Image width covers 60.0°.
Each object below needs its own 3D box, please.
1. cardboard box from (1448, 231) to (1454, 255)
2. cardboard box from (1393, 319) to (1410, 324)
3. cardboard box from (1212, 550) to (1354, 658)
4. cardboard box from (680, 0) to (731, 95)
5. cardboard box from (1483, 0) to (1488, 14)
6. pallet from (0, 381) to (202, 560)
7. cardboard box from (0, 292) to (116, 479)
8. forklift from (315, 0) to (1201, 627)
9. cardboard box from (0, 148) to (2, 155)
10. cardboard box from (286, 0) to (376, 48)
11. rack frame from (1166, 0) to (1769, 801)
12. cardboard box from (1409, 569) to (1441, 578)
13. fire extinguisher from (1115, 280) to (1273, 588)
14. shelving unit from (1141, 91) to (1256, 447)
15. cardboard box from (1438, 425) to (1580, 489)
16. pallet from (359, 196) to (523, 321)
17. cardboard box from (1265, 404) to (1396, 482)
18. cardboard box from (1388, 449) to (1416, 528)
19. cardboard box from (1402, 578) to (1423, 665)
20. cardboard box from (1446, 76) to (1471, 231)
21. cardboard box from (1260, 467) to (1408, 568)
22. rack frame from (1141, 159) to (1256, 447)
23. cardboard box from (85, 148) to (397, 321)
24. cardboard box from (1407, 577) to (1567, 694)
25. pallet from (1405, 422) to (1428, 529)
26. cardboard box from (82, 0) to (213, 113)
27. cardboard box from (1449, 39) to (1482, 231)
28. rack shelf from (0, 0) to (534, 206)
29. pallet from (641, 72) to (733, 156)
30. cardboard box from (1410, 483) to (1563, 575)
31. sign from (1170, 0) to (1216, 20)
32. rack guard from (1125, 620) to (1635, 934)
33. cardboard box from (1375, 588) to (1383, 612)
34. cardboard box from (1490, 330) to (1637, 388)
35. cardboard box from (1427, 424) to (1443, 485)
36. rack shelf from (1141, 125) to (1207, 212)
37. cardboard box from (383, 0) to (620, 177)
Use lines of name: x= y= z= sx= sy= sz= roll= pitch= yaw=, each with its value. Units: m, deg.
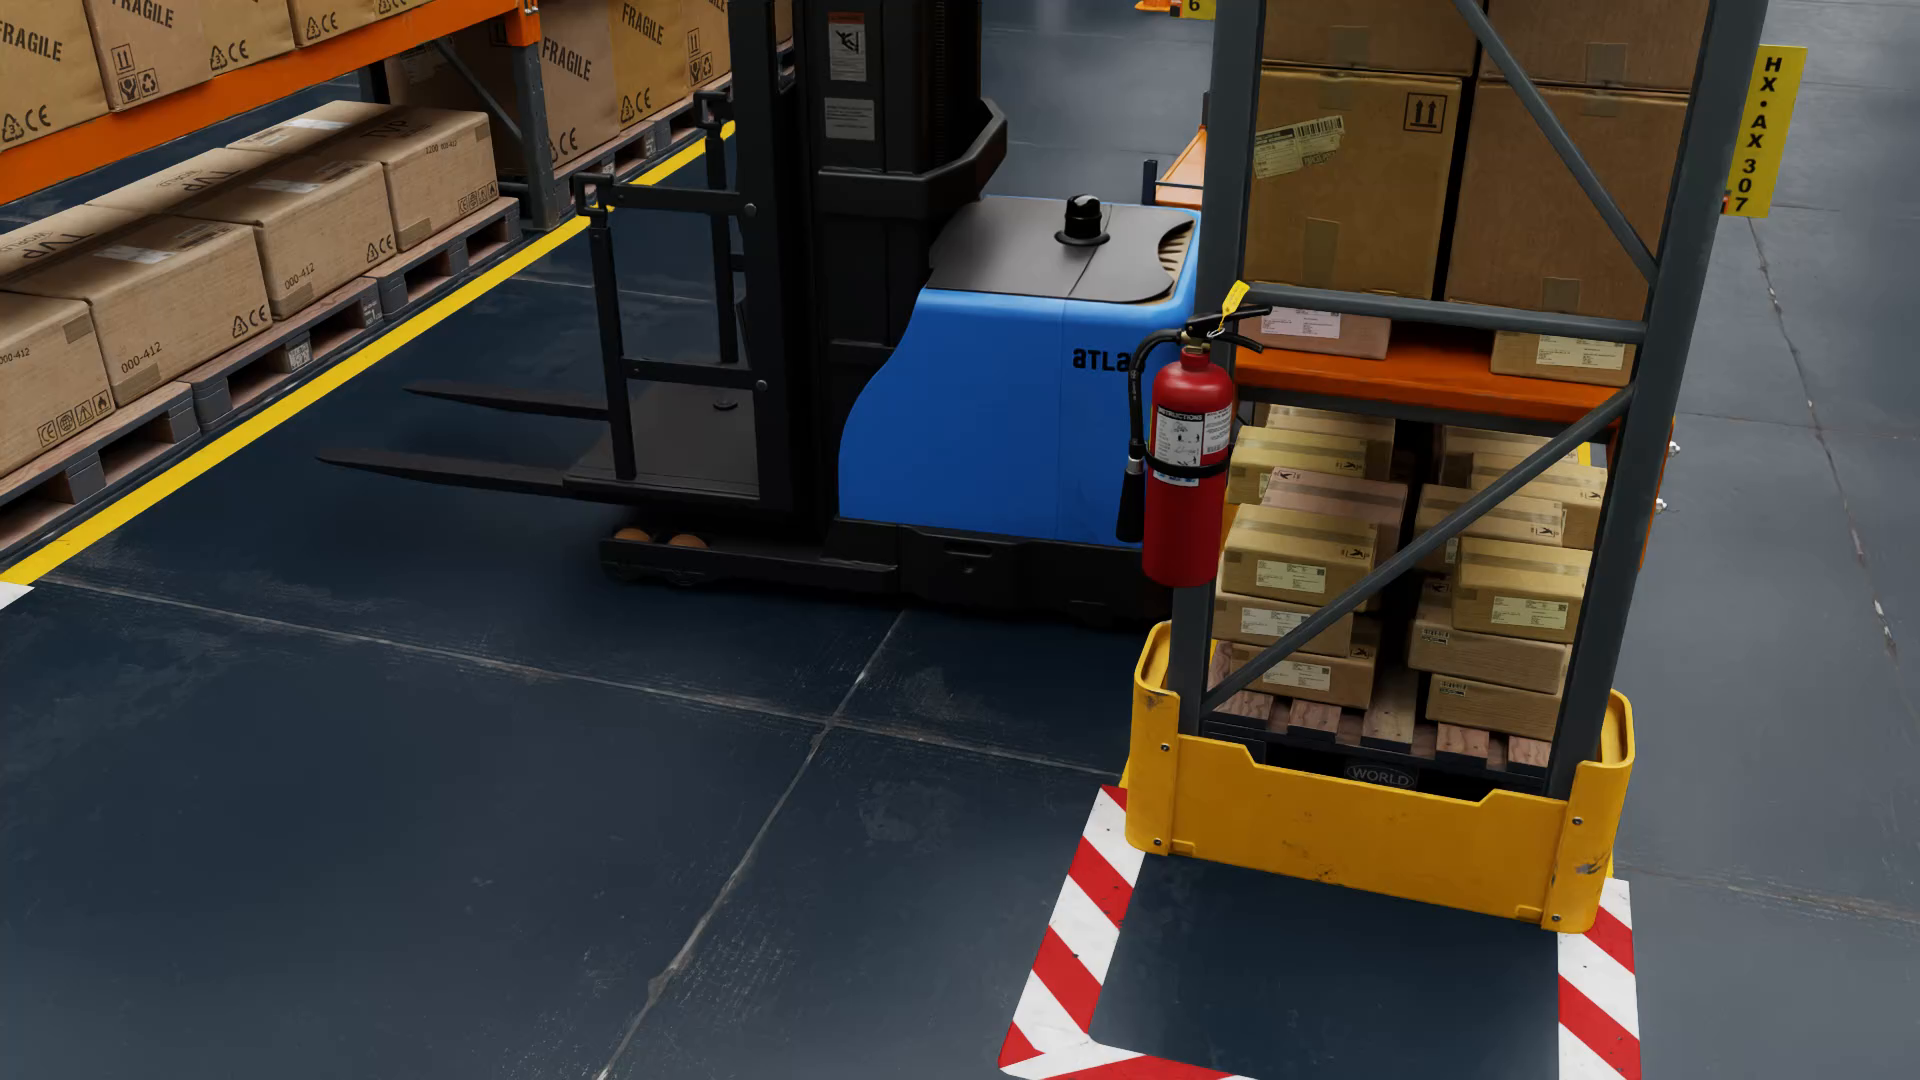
cardboard box: x=1.522 y=-0.851 z=4.452 sx=0.380 sy=0.149 sz=0.250 roll=10 pitch=31 yaw=17
cardboard box: x=0.937 y=-0.667 z=4.122 sx=0.380 sy=0.149 sz=0.250 roll=8 pitch=30 yaw=15
cardboard box: x=0.885 y=0.171 z=4.551 sx=0.380 sy=0.149 sz=0.250 roll=8 pitch=30 yaw=14
cardboard box: x=-1.959 y=-3.384 z=10.502 sx=0.875 sy=0.875 sz=0.875 roll=9 pitch=30 yaw=15
cardboard box: x=1.530 y=-1.492 z=3.909 sx=0.500 sy=0.500 sz=0.500 roll=9 pitch=30 yaw=16
pallet: x=-3.599 y=-0.299 z=6.070 sx=1.003 sy=0.211 sz=1.213 roll=8 pitch=30 yaw=15
cardboard box: x=-3.661 y=-0.519 z=5.801 sx=0.875 sy=0.438 sz=0.875 roll=7 pitch=30 yaw=13
forklift: x=-0.709 y=-1.372 z=5.202 sx=3.031 sy=2.935 sz=1.130 roll=6 pitch=30 yaw=11
cardboard box: x=-3.344 y=-1.360 z=5.007 sx=0.500 sy=0.500 sz=0.500 roll=8 pitch=30 yaw=14
cardboard box: x=-2.756 y=-2.309 z=6.713 sx=0.500 sy=0.500 sz=0.500 roll=8 pitch=30 yaw=14
rack frame: x=1.003 y=-0.475 z=3.518 sx=1.000 sy=3.000 sz=0.127 roll=8 pitch=30 yaw=15
cardboard box: x=1.524 y=0.005 z=4.850 sx=0.380 sy=0.149 sz=0.250 roll=9 pitch=30 yaw=16
fire extinguisher: x=0.488 y=-0.227 z=3.536 sx=0.296 sy=0.674 sz=0.183 roll=8 pitch=30 yaw=15
shelving unit: x=1.051 y=-1.035 z=6.453 sx=0.538 sy=1.125 sz=1.048 roll=10 pitch=30 yaw=17
cardboard box: x=1.637 y=-0.239 z=4.983 sx=0.380 sy=0.149 sz=0.250 roll=7 pitch=30 yaw=12
pallet: x=-2.883 y=-1.433 z=8.108 sx=1.003 sy=0.211 sz=1.213 roll=8 pitch=30 yaw=15
cardboard box: x=1.136 y=-0.313 z=5.116 sx=0.380 sy=0.149 sz=0.250 roll=7 pitch=30 yaw=13
cardboard box: x=1.213 y=-0.181 z=5.184 sx=0.380 sy=0.149 sz=0.250 roll=8 pitch=30 yaw=14
cardboard box: x=1.461 y=0.256 z=4.705 sx=0.380 sy=0.149 sz=0.250 roll=8 pitch=30 yaw=15
cardboard box: x=1.045 y=-1.133 z=4.292 sx=0.500 sy=0.500 sz=0.500 roll=8 pitch=30 yaw=14
cardboard box: x=1.045 y=-0.063 z=4.667 sx=0.380 sy=0.149 sz=0.250 roll=9 pitch=30 yaw=16
rack frame: x=0.884 y=-0.802 z=6.034 sx=0.500 sy=1.125 sz=0.032 roll=10 pitch=30 yaw=17
cardboard box: x=-3.134 y=-1.365 z=7.321 sx=0.875 sy=0.438 sz=0.875 roll=8 pitch=30 yaw=13
cardboard box: x=1.402 y=0.250 z=4.409 sx=0.380 sy=0.149 sz=0.250 roll=10 pitch=31 yaw=17
pallet: x=1.657 y=-0.229 z=5.945 sx=1.003 sy=0.211 sz=1.213 roll=8 pitch=30 yaw=15
cardboard box: x=-3.055 y=-1.833 z=5.857 sx=0.500 sy=0.500 sz=0.500 roll=8 pitch=30 yaw=15
cardboard box: x=1.531 y=-1.070 z=4.180 sx=0.500 sy=0.500 sz=0.500 roll=9 pitch=30 yaw=15
rack shelf: x=-3.172 y=-1.750 z=6.549 sx=1.077 sy=0.370 sz=4.000 roll=8 pitch=30 yaw=15
pallet: x=-2.074 y=-2.713 z=10.410 sx=1.003 sy=0.211 sz=1.213 roll=8 pitch=30 yaw=15
cardboard box: x=1.447 y=-0.013 z=4.576 sx=0.380 sy=0.149 sz=0.250 roll=9 pitch=30 yaw=16
sign: x=0.478 y=-1.208 z=3.319 sx=0.100 sy=0.325 sz=0.005 roll=8 pitch=30 yaw=15
rack guard: x=1.025 y=0.582 z=4.190 sx=1.175 sy=0.500 sz=0.348 roll=8 pitch=30 yaw=15
cardboard box: x=1.096 y=0.068 z=5.042 sx=0.380 sy=0.149 sz=0.250 roll=8 pitch=30 yaw=15
cardboard box: x=1.411 y=-0.469 z=3.766 sx=0.380 sy=0.149 sz=0.250 roll=8 pitch=30 yaw=14
cardboard box: x=1.690 y=-0.236 z=5.283 sx=0.380 sy=0.149 sz=0.250 roll=7 pitch=30 yaw=12
rack shelf: x=1.050 y=-1.291 z=6.311 sx=0.538 sy=0.278 sz=1.000 roll=10 pitch=30 yaw=17
cardboard box: x=-2.479 y=-2.548 z=8.998 sx=0.875 sy=0.875 sz=0.875 roll=9 pitch=30 yaw=16
